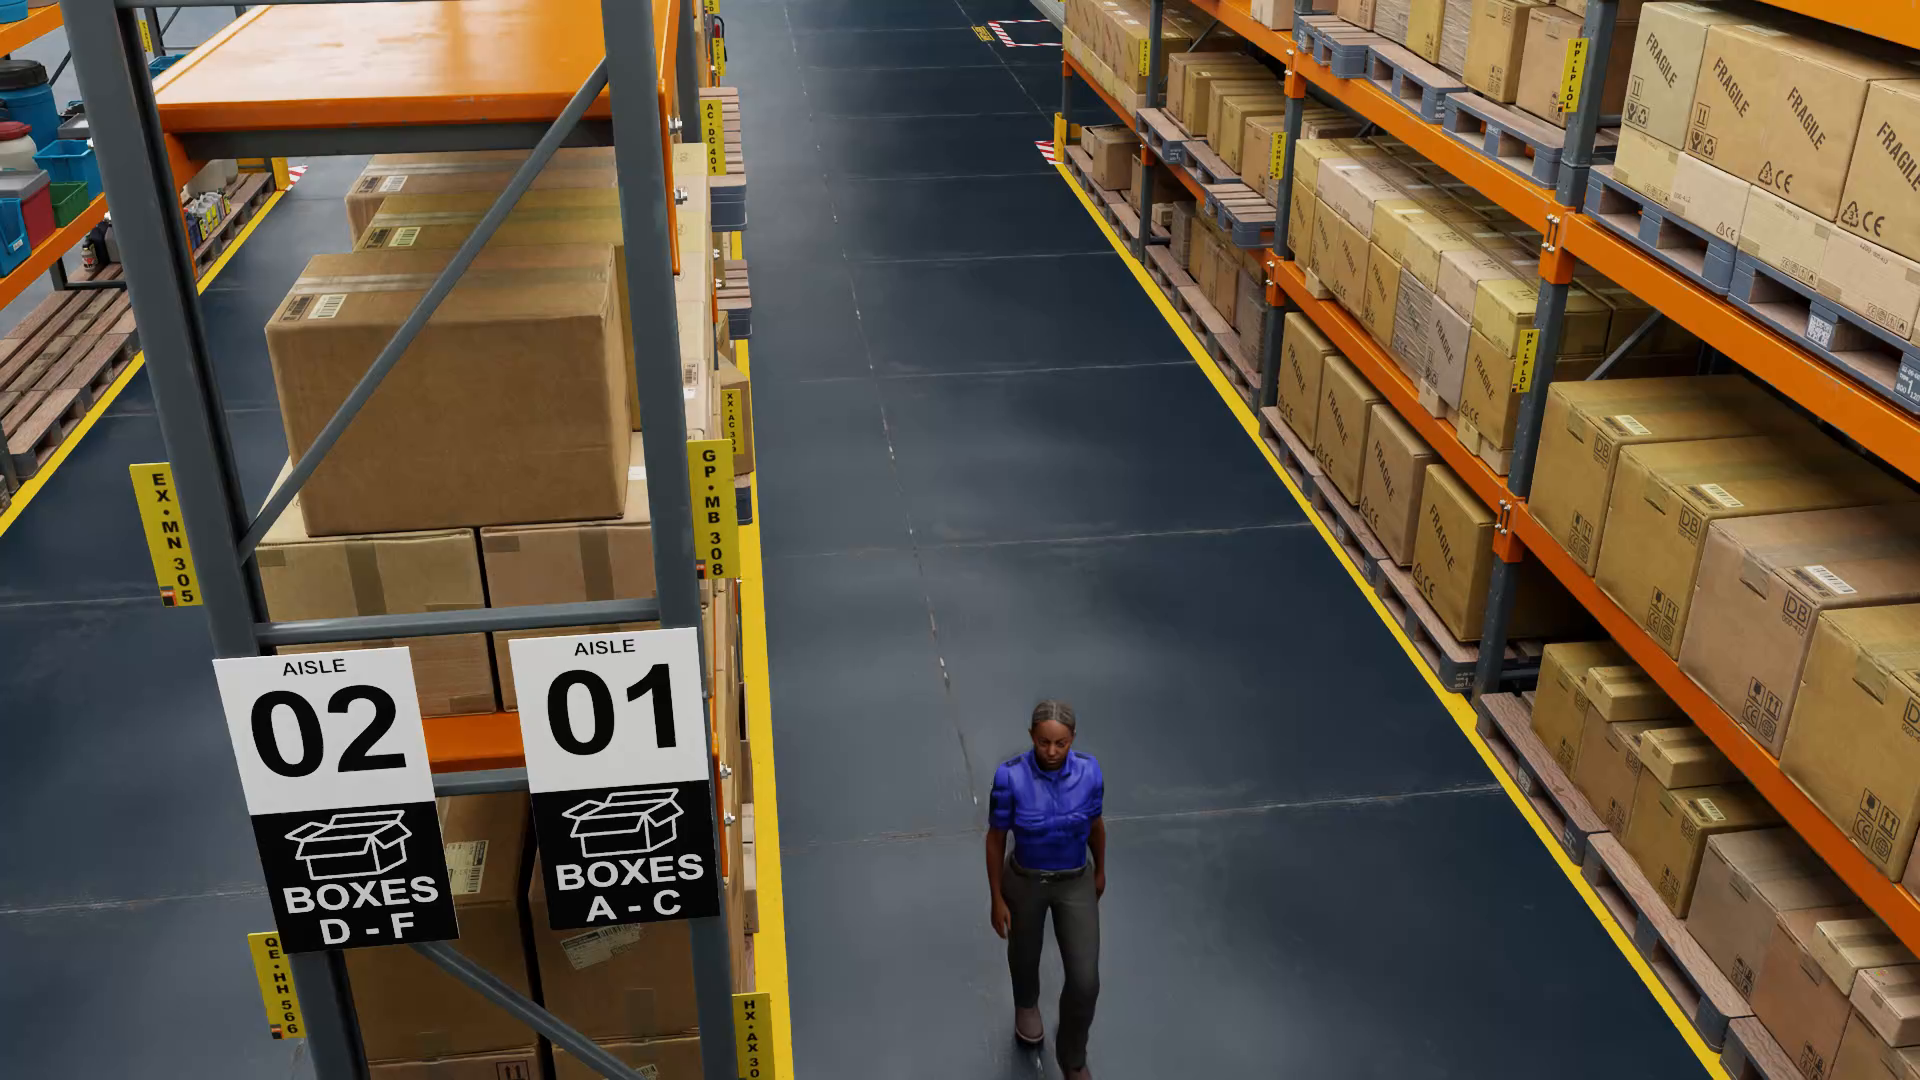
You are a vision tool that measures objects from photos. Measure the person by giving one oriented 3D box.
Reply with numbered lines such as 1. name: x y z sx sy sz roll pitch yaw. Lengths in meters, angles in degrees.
1. person: 0.340 1.305 6.445 0.485 1.545 0.530 -1 27 -3
